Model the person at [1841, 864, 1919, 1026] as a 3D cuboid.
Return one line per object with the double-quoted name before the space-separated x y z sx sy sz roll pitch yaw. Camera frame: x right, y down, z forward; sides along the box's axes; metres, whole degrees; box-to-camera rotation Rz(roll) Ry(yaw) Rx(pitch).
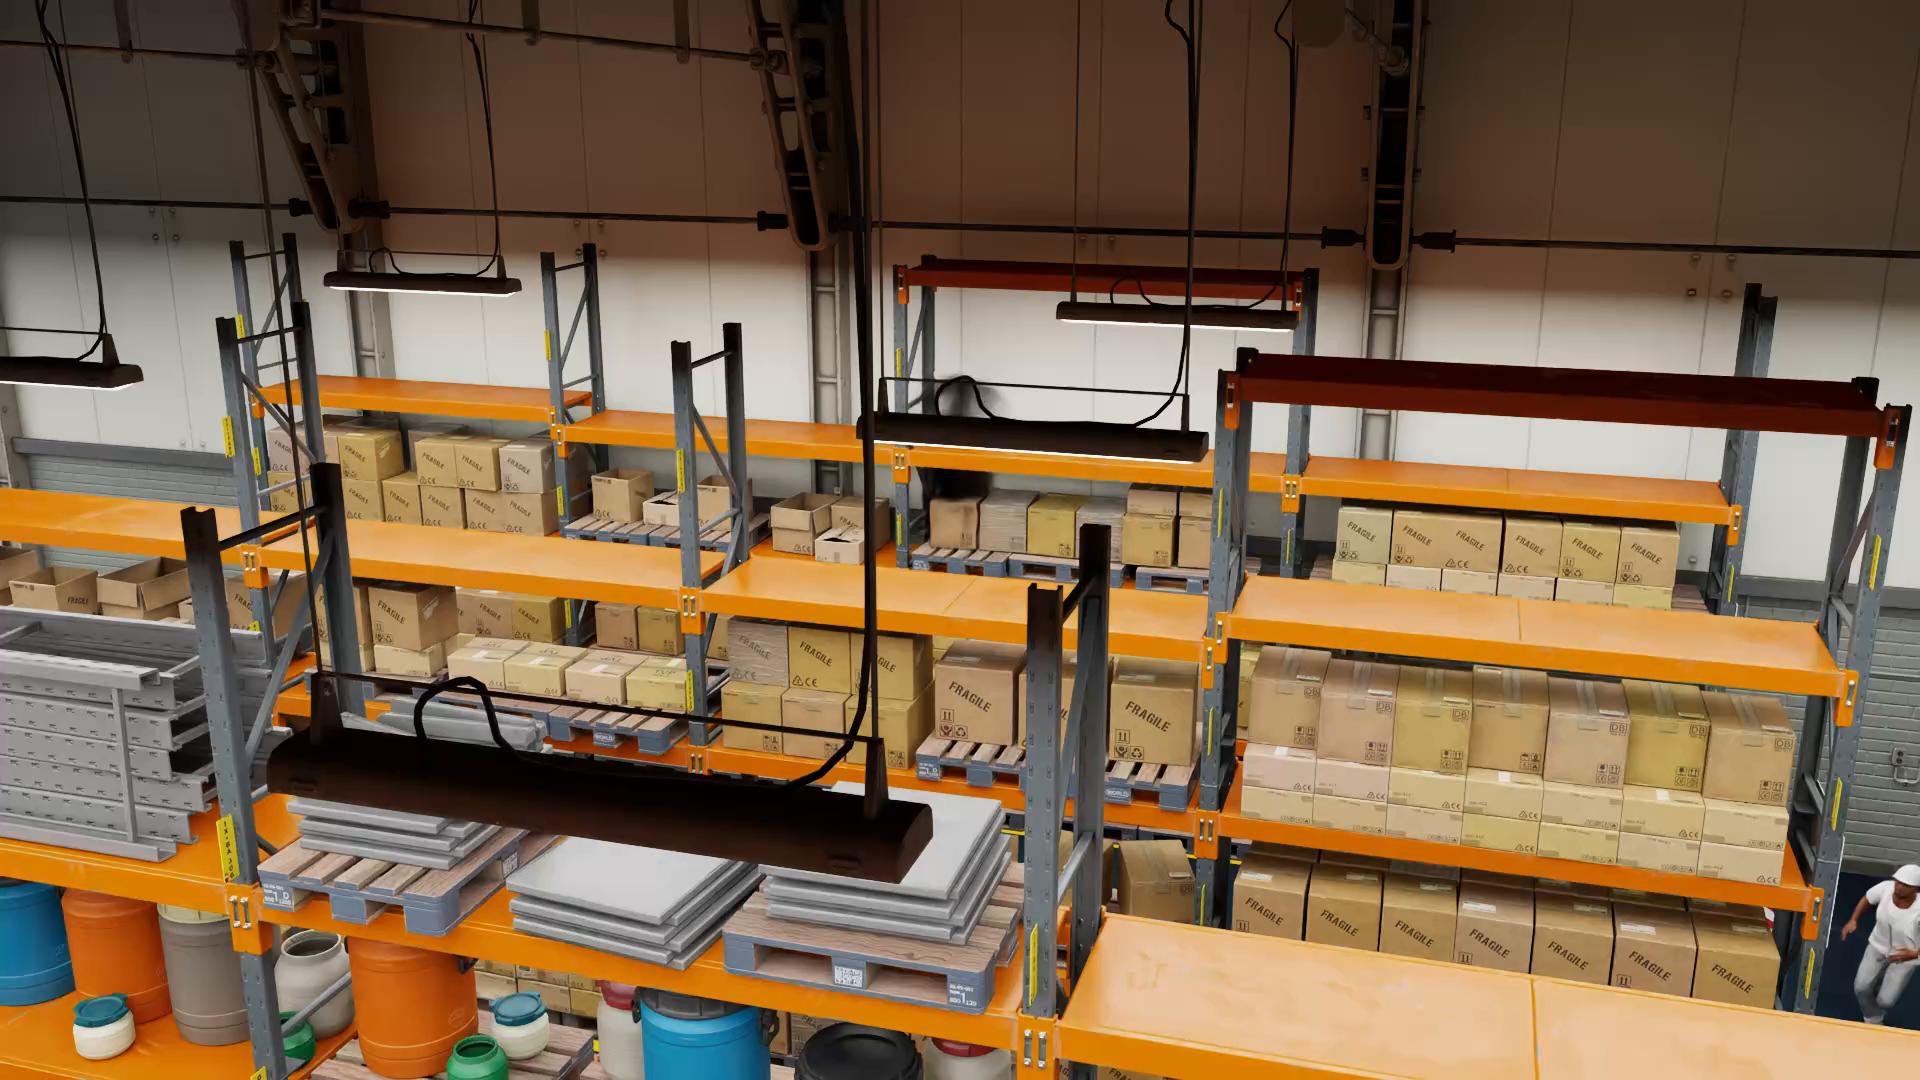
"person" 7.817 3.436 13.910 0.519 1.663 0.793 -14 21 -39
